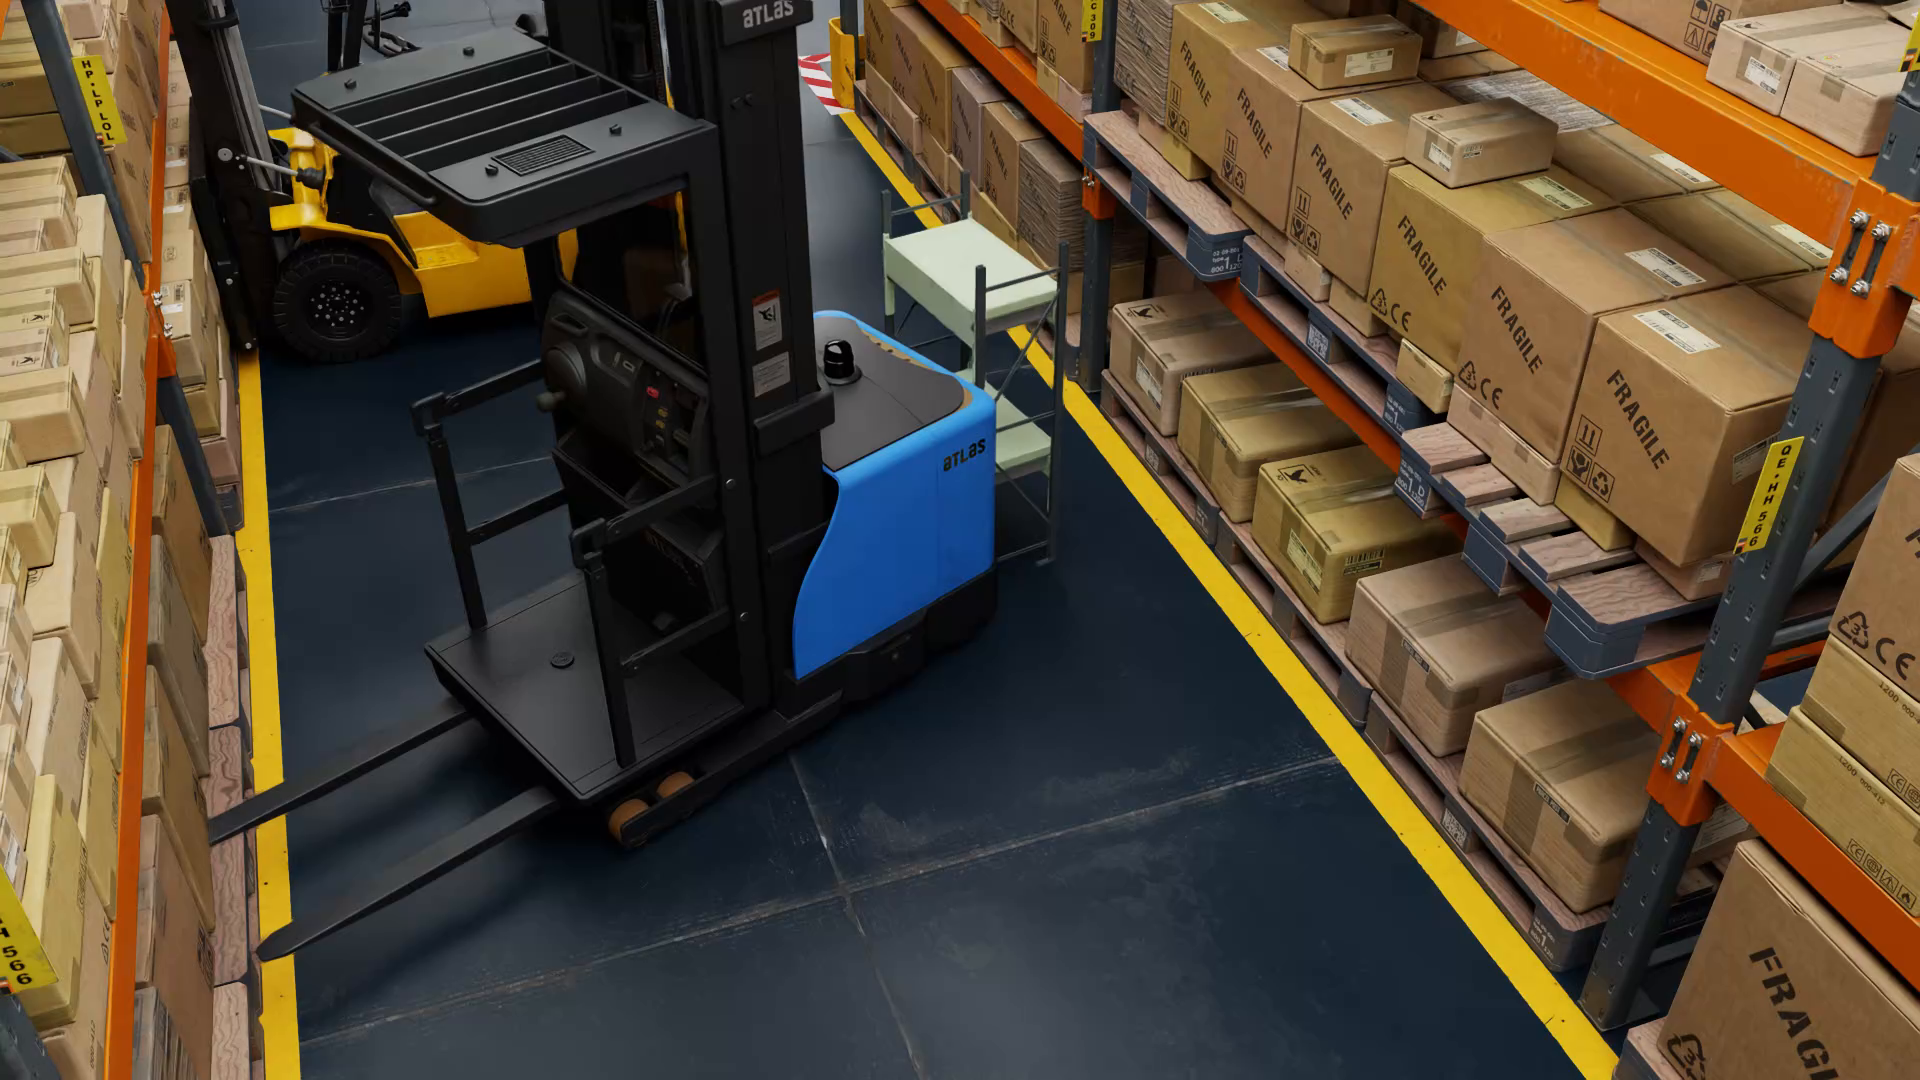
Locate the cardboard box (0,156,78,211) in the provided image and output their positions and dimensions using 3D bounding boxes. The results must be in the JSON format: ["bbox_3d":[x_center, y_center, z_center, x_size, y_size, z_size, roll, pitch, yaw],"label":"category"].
[{"bbox_3d":[-3.258,-1.173,5.692,0.380,0.149,0.250,-11,38,-14],"label":"cardboard box"}]

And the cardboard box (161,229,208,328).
[{"bbox_3d":[-3.622,-1.119,7.348,0.500,0.250,0.500,-12,39,-16],"label":"cardboard box"}]

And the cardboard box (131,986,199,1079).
[{"bbox_3d":[-2.409,1.664,4.172,0.875,0.625,0.625,-11,38,-15],"label":"cardboard box"}]

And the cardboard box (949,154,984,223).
[{"bbox_3d":[0.256,-1.985,9.329,0.500,0.250,0.500,-12,39,-15],"label":"cardboard box"}]

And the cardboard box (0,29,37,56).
[{"bbox_3d":[-3.607,-1.806,6.284,0.380,0.149,0.250,-12,39,-15],"label":"cardboard box"}]

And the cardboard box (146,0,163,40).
[{"bbox_3d":[-4.375,-2.802,8.393,0.500,0.500,0.500,-11,38,-15],"label":"cardboard box"}]

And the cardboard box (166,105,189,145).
[{"bbox_3d":[-4.145,-1.983,8.495,0.500,0.250,0.500,-12,39,-15],"label":"cardboard box"}]

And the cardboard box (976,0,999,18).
[{"bbox_3d":[0.322,-2.990,8.397,0.500,0.500,0.500,-11,38,-15],"label":"cardboard box"}]

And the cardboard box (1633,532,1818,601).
[{"bbox_3d":[2.118,0.005,4.610,0.380,0.149,0.250,-11,38,-14],"label":"cardboard box"}]

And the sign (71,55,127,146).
[{"bbox_3d":[-3.078,-1.569,5.944,0.100,0.325,0.005,-12,39,-16],"label":"sign"}]

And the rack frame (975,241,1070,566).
[{"bbox_3d":[0.233,-0.459,6.612,0.400,1.500,0.023,-19,41,-24],"label":"rack frame"}]

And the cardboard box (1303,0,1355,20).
[{"bbox_3d":[1.621,-1.884,6.578,0.500,0.500,0.500,-12,39,-16],"label":"cardboard box"}]

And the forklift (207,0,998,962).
[{"bbox_3d":[-1.272,-0.453,5.415,3.031,2.935,1.130,-29,46,-33],"label":"forklift"}]

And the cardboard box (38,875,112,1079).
[{"bbox_3d":[-2.131,0.997,3.557,0.500,0.250,0.500,-12,39,-16],"label":"cardboard box"}]

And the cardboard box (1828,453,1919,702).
[{"bbox_3d":[2.392,0.099,3.711,0.500,0.500,0.500,-14,39,-17],"label":"cardboard box"}]

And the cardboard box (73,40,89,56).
[{"bbox_3d":[-3.653,-1.842,6.580,0.380,0.149,0.250,-13,39,-16],"label":"cardboard box"}]

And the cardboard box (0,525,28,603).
[{"bbox_3d":[-2.463,0.128,3.965,0.380,0.149,0.250,-12,39,-15],"label":"cardboard box"}]

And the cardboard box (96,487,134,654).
[{"bbox_3d":[-2.660,0.129,4.710,0.500,0.250,0.500,-11,38,-14],"label":"cardboard box"}]

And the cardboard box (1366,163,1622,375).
[{"bbox_3d":[1.671,-0.891,5.261,0.500,0.500,0.500,-15,40,-19],"label":"cardboard box"}]

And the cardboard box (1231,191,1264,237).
[{"bbox_3d":[1.265,-1.299,6.341,0.380,0.149,0.250,-12,39,-15],"label":"cardboard box"}]

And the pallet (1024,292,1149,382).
[{"bbox_3d":[0.811,-1.309,8.812,1.003,0.211,1.213,-12,39,-16],"label":"pallet"}]

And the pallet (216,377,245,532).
[{"bbox_3d":[-3.818,-0.365,7.559,1.003,0.211,1.213,-12,39,-16],"label":"pallet"}]

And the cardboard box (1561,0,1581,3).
[{"bbox_3d":[1.900,-1.886,4.682,0.797,0.503,0.637,-12,39,-16],"label":"cardboard box"}]

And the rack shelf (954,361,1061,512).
[{"bbox_3d":[0.048,-0.388,7.061,0.431,0.370,0.720,-19,41,-24],"label":"rack shelf"}]

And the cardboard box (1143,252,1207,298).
[{"bbox_3d":[1.126,-1.509,8.697,0.500,0.250,0.500,-14,39,-18],"label":"cardboard box"}]

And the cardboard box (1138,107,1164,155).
[{"bbox_3d":[0.969,-1.740,6.927,0.380,0.149,0.250,-12,39,-15],"label":"cardboard box"}]

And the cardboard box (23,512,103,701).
[{"bbox_3d":[-2.465,0.215,4.180,0.500,0.250,0.500,-13,39,-17],"label":"cardboard box"}]

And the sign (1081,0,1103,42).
[{"bbox_3d":[0.568,-2.280,7.064,0.100,0.325,0.005,-12,39,-16],"label":"sign"}]

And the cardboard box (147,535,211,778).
[{"bbox_3d":[-3.134,0.492,5.728,0.875,0.625,0.625,-13,39,-16],"label":"cardboard box"}]

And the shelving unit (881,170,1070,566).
[{"bbox_3d":[0.048,-0.649,6.865,0.431,1.500,0.755,-19,41,-24],"label":"shelving unit"}]

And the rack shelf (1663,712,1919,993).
[{"bbox_3d":[3.140,1.626,3.196,1.077,0.370,4.000,-12,39,-16],"label":"rack shelf"}]

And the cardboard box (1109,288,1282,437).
[{"bbox_3d":[1.258,-0.873,7.751,0.950,0.372,0.625,-12,39,-15],"label":"cardboard box"}]

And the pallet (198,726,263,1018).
[{"bbox_3d":[-2.870,1.191,5.493,1.003,0.211,1.213,-12,39,-16],"label":"pallet"}]

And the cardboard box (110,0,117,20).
[{"bbox_3d":[-3.860,-2.283,7.166,0.380,0.149,0.250,-14,39,-17],"label":"cardboard box"}]

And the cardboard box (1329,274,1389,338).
[{"bbox_3d":[1.510,-0.854,5.750,0.380,0.149,0.250,-14,39,-17],"label":"cardboard box"}]

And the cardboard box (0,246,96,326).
[{"bbox_3d":[-2.902,-0.761,5.144,0.380,0.149,0.250,-14,39,-17],"label":"cardboard box"}]

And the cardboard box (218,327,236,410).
[{"bbox_3d":[-3.629,-0.716,7.643,0.500,0.250,0.500,-13,39,-17],"label":"cardboard box"}]

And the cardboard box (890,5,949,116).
[{"bbox_3d":[-0.091,-2.859,9.865,0.500,0.500,0.500,-14,39,-18],"label":"cardboard box"}]

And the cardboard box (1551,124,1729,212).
[{"bbox_3d":[2.139,-1.011,5.420,0.500,0.500,0.500,-12,39,-15],"label":"cardboard box"}]

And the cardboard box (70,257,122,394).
[{"bbox_3d":[-2.991,-0.647,5.325,0.500,0.250,0.500,-13,39,-17],"label":"cardboard box"}]

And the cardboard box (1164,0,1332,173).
[{"bbox_3d":[1.140,-1.770,6.427,0.500,0.500,0.500,-12,39,-16],"label":"cardboard box"}]

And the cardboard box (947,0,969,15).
[{"bbox_3d":[0.143,-2.931,8.856,0.380,0.149,0.250,-12,39,-16],"label":"cardboard box"}]

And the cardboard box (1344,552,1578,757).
[{"bbox_3d":[2.005,0.354,6.121,0.950,0.372,0.625,-13,39,-17],"label":"cardboard box"}]

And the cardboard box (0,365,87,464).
[{"bbox_3d":[-2.627,-0.323,4.564,0.380,0.149,0.250,-13,39,-17],"label":"cardboard box"}]

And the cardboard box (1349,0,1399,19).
[{"bbox_3d":[1.695,-2.036,6.241,0.380,0.149,0.250,-14,39,-17],"label":"cardboard box"}]

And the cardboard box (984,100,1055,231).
[{"bbox_3d":[0.443,-1.985,8.705,0.500,0.500,0.500,-12,39,-15],"label":"cardboard box"}]

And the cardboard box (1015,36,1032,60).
[{"bbox_3d":[0.497,-2.515,8.305,0.380,0.149,0.250,-13,39,-17],"label":"cardboard box"}]

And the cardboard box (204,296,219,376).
[{"bbox_3d":[-3.636,-0.911,7.487,0.500,0.250,0.500,-13,39,-16],"label":"cardboard box"}]

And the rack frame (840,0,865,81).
[{"bbox_3d":[-0.301,-4.310,10.479,1.000,3.000,0.127,-12,39,-16],"label":"rack frame"}]

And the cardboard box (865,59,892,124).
[{"bbox_3d":[-0.283,-2.867,10.499,0.500,0.250,0.500,-13,39,-16],"label":"cardboard box"}]

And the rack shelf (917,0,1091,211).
[{"bbox_3d":[0.387,-2.893,9.196,1.077,0.370,4.000,-12,39,-16],"label":"rack shelf"}]

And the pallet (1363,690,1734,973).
[{"bbox_3d":[2.184,0.881,5.905,1.003,0.211,1.213,-12,39,-16],"label":"pallet"}]

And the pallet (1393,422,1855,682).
[{"bbox_3d":[2.106,-0.095,5.042,1.213,0.211,1.003,-12,39,-16],"label":"pallet"}]

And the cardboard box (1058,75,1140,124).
[{"bbox_3d":[0.678,-2.069,7.712,0.380,0.149,0.250,-13,39,-16],"label":"cardboard box"}]

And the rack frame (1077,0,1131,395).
[{"bbox_3d":[1.075,-2.051,7.479,1.000,3.000,0.127,-12,39,-16],"label":"rack frame"}]

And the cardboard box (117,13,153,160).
[{"bbox_3d":[-3.862,-1.942,7.252,0.500,0.500,0.500,-13,39,-16],"label":"cardboard box"}]

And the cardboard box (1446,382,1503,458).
[{"bbox_3d":[1.750,-0.408,5.159,0.380,0.149,0.250,-14,39,-18],"label":"cardboard box"}]

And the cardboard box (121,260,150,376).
[{"bbox_3d":[-3.165,-0.730,5.851,0.500,0.250,0.500,-12,39,-15],"label":"cardboard box"}]

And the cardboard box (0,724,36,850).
[{"bbox_3d":[-2.134,0.548,3.407,0.380,0.149,0.250,-12,39,-15],"label":"cardboard box"}]
